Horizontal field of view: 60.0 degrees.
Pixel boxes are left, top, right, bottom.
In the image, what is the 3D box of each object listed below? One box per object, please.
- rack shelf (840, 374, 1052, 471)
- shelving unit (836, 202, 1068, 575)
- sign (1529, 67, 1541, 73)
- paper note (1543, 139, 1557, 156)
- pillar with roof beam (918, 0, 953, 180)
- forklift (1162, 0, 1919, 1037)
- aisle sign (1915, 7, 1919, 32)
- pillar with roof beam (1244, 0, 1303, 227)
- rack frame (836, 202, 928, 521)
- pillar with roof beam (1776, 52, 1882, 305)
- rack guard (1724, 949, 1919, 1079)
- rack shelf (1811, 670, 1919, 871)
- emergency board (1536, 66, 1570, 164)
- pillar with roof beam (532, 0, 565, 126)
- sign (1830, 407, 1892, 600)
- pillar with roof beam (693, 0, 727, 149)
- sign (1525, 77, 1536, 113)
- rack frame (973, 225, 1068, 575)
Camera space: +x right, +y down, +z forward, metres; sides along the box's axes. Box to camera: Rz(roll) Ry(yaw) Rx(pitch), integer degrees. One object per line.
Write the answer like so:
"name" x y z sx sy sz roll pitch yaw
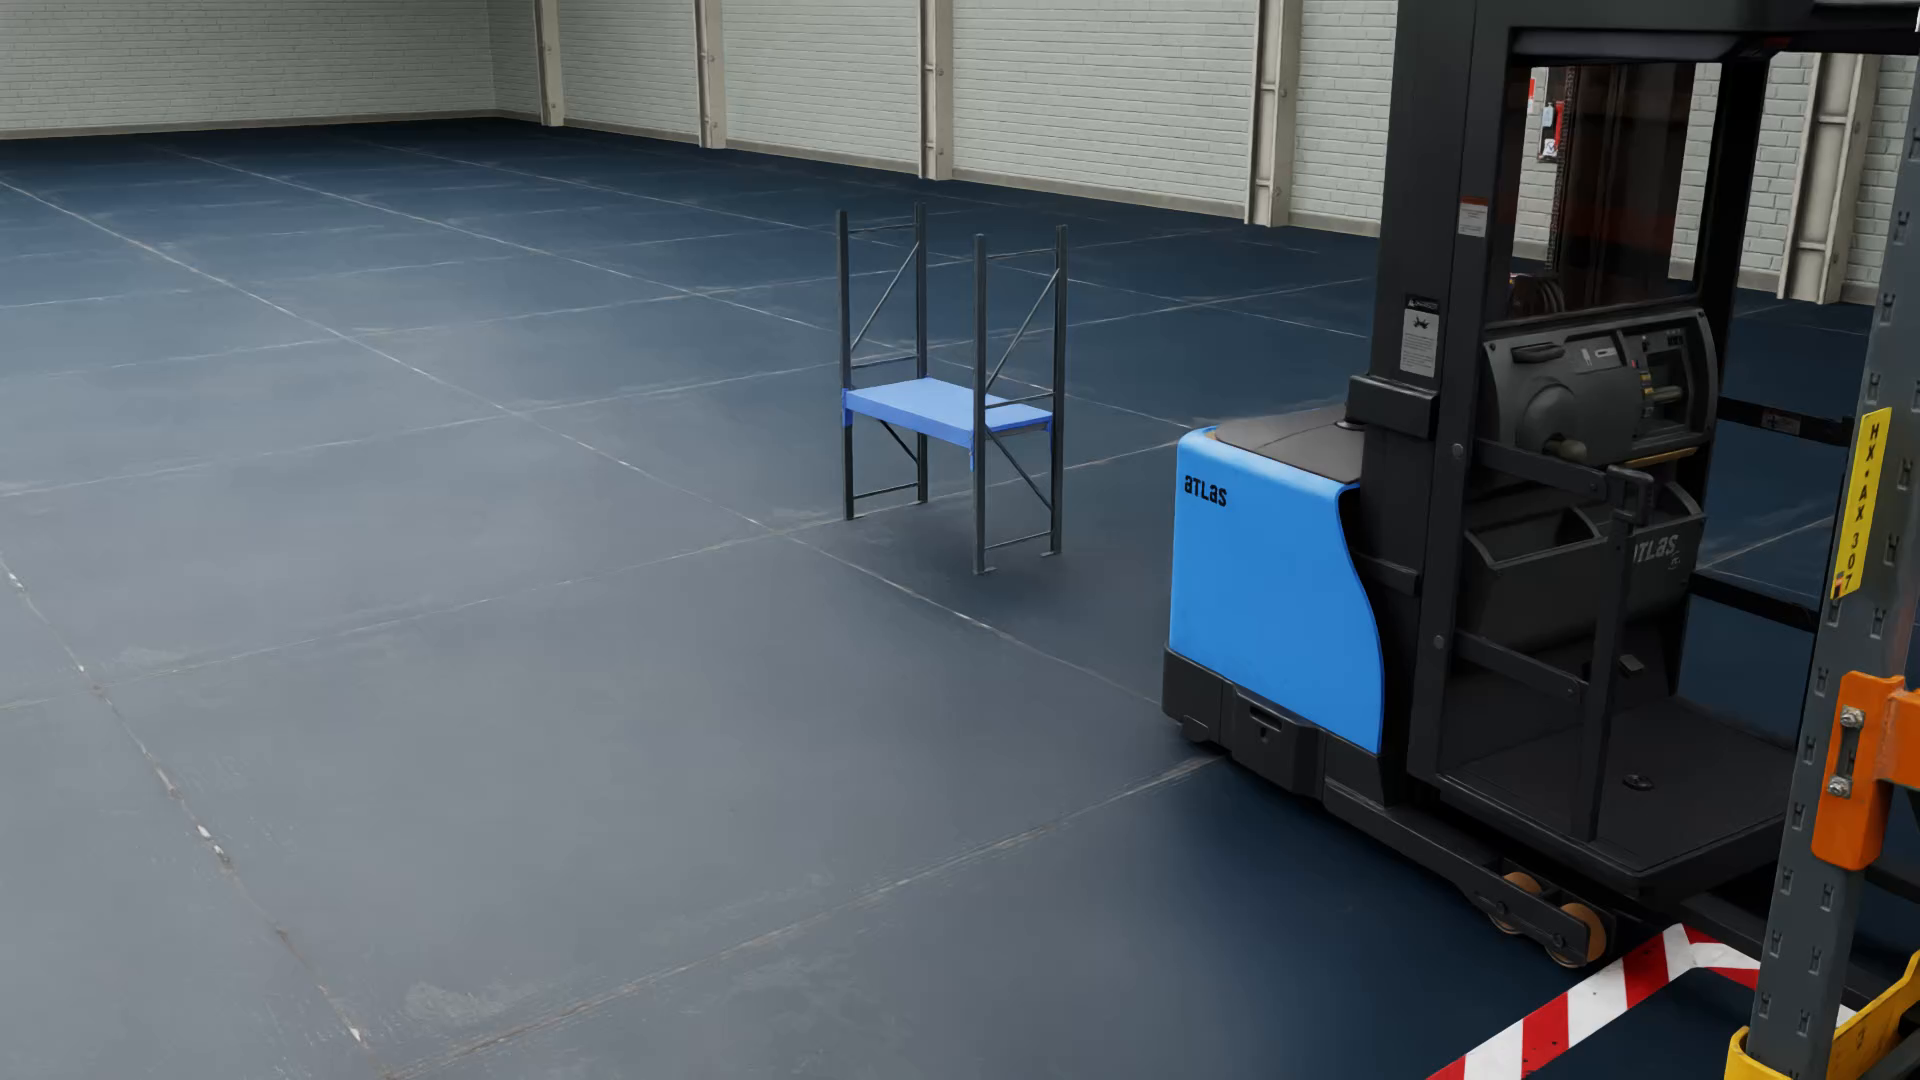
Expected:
"rack shelf" -0.053 -0.562 7.747 0.538 0.185 1.000 -14 23 -36
"shelving unit" -0.053 -0.733 7.690 0.538 1.500 1.048 -14 23 -36
"sign" 5.352 -4.483 15.728 0.001 0.109 0.331 -14 23 -36
"paper note" 5.562 -3.699 15.664 0.016 0.148 0.142 -14 23 -36
"pillar with roof beam" -3.703 -8.409 18.941 9.100 9.000 0.400 -14 23 -36
"forklift" 1.912 -0.421 4.472 1.130 2.935 3.031 -11 21 -30
"aisle sign" 1.695 -1.230 2.671 0.394 0.787 0.004 -14 23 -36
"pillar with roof beam" 0.023 -6.930 14.476 9.100 9.000 0.400 -14 23 -36
"rack frame" -0.369 -0.858 8.068 0.500 1.500 0.032 -14 23 -36
"pillar with roof beam" 3.748 -5.452 10.011 9.100 9.000 0.400 -14 23 -36
"rack guard" 2.053 1.160 3.563 1.175 0.500 0.348 -14 23 -36
"rack shelf" 3.211 0.799 1.823 1.077 0.370 4.000 -14 23 -36
"emergency board" 5.618 -4.060 15.353 0.194 1.169 0.643 -14 23 -36
"pillar with roof beam" -11.153 -11.366 27.871 9.100 9.000 0.400 -14 23 -36
"sign" 1.535 -0.061 2.834 0.100 0.325 0.005 -14 23 -36
"pillar with roof beam" -7.428 -9.887 23.406 9.100 9.000 0.400 -14 23 -36
"sign" 5.356 -4.234 15.820 0.001 0.329 0.234 -14 23 -36
"rack frame" 0.263 -0.608 7.312 0.500 1.500 0.032 -14 23 -36
